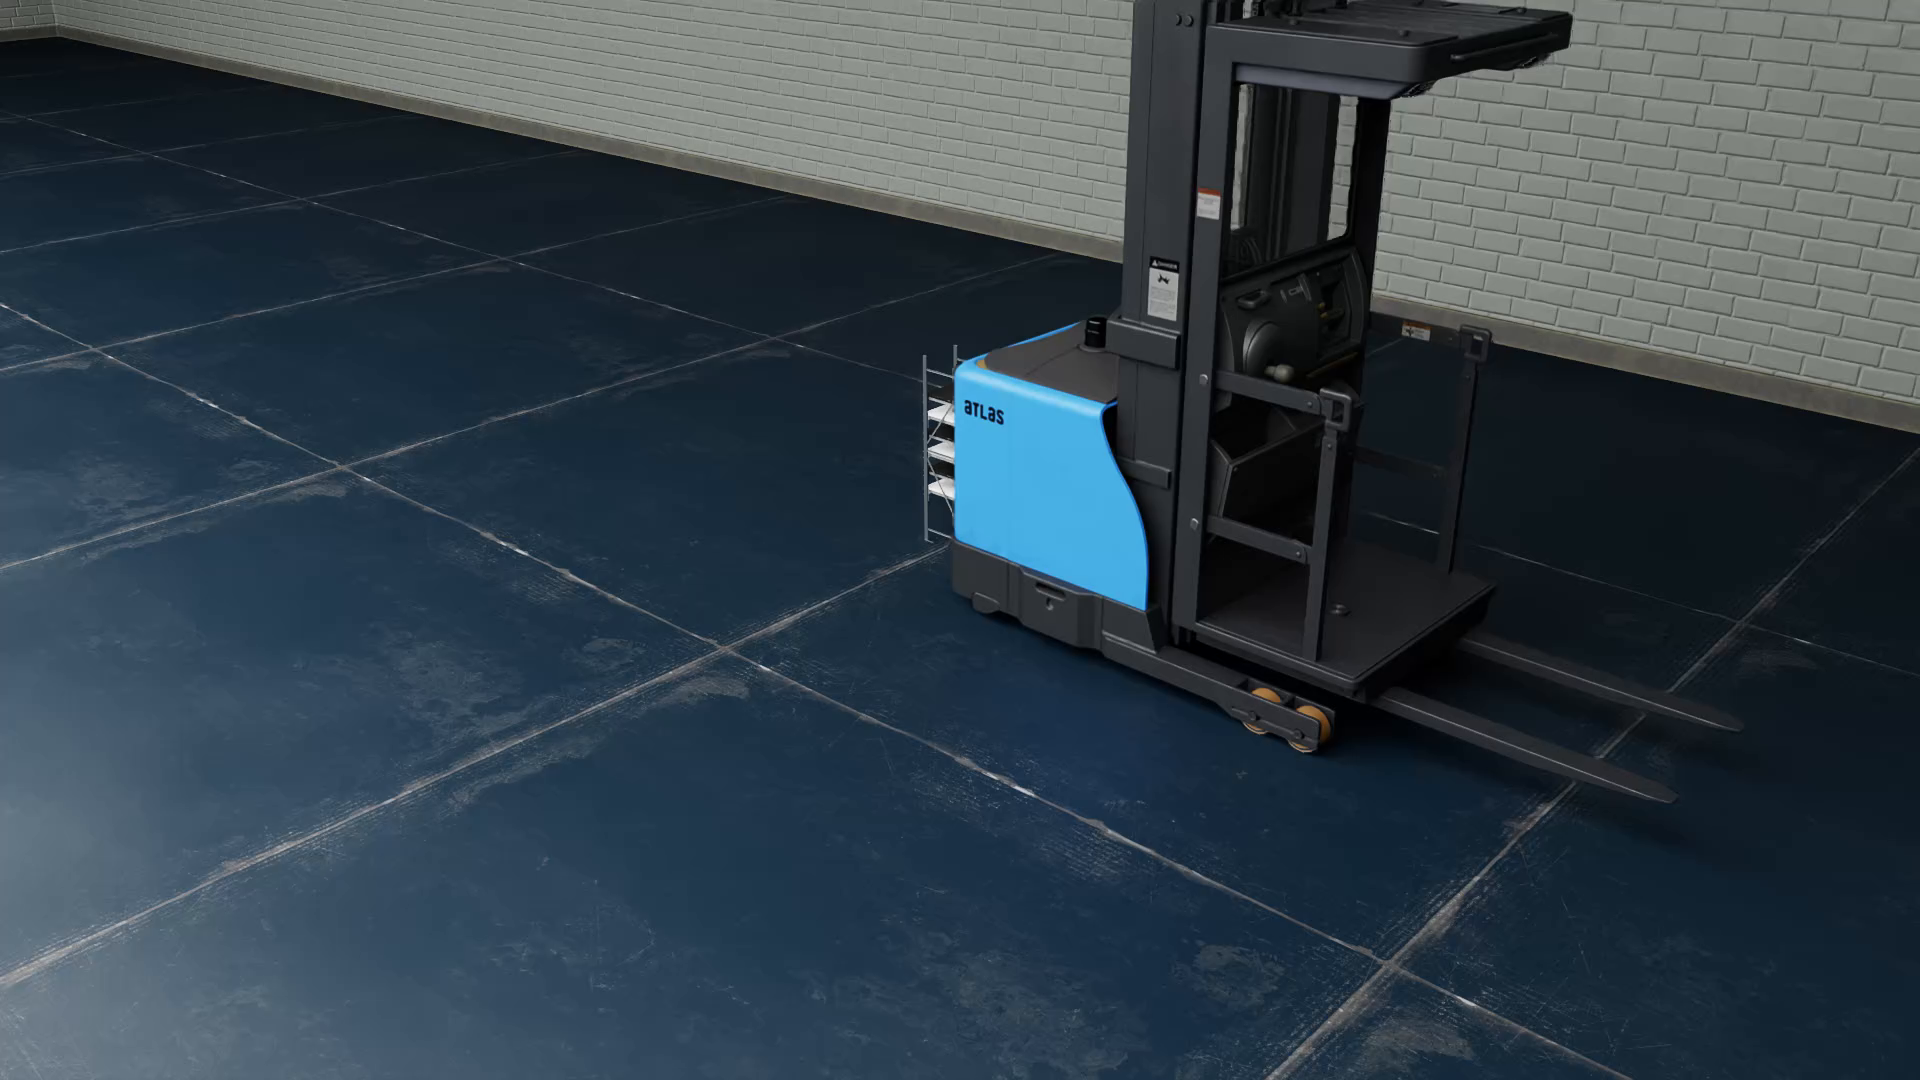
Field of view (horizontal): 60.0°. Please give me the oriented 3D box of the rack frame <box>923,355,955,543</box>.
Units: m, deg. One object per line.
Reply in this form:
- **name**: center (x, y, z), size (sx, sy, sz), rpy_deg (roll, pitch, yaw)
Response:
- **rack frame**: center (-0.073, -0.377, 7.491), size (0.240, 0.900, 0.006), rpy_deg (20, 31, 38)

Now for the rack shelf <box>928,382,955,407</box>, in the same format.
- **rack shelf**: center (-0.005, -0.624, 7.464), size (0.258, 0.077, 0.200), rpy_deg (20, 31, 38)

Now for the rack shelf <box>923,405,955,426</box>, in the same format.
- **rack shelf**: center (-0.005, -0.542, 7.500), size (0.258, 0.077, 0.200), rpy_deg (20, 31, 38)

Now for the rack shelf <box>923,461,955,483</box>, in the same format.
- **rack shelf**: center (-0.005, -0.296, 7.611), size (0.258, 0.077, 0.200), rpy_deg (20, 31, 38)

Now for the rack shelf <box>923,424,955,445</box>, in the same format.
- **rack shelf**: center (-0.005, -0.460, 7.537), size (0.258, 0.077, 0.200), rpy_deg (20, 31, 38)

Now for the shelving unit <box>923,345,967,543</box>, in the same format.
- **shelving unit**: center (-0.005, -0.408, 7.560), size (0.258, 0.900, 0.210), rpy_deg (20, 31, 38)

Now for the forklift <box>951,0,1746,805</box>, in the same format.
- **forklift**: center (1.389, -0.809, 5.971), size (3.031, 2.935, 1.130), rpy_deg (21, 31, 38)

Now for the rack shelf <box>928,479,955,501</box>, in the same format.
- **rack shelf**: center (-0.005, -0.213, 7.648), size (0.258, 0.077, 0.200), rpy_deg (20, 31, 38)

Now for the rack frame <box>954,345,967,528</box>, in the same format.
- **rack frame**: center (0.062, -0.439, 7.629), size (0.240, 0.900, 0.006), rpy_deg (20, 31, 38)

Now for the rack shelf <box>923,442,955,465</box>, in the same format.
- **rack shelf**: center (-0.005, -0.378, 7.574), size (0.258, 0.077, 0.200), rpy_deg (20, 31, 38)
